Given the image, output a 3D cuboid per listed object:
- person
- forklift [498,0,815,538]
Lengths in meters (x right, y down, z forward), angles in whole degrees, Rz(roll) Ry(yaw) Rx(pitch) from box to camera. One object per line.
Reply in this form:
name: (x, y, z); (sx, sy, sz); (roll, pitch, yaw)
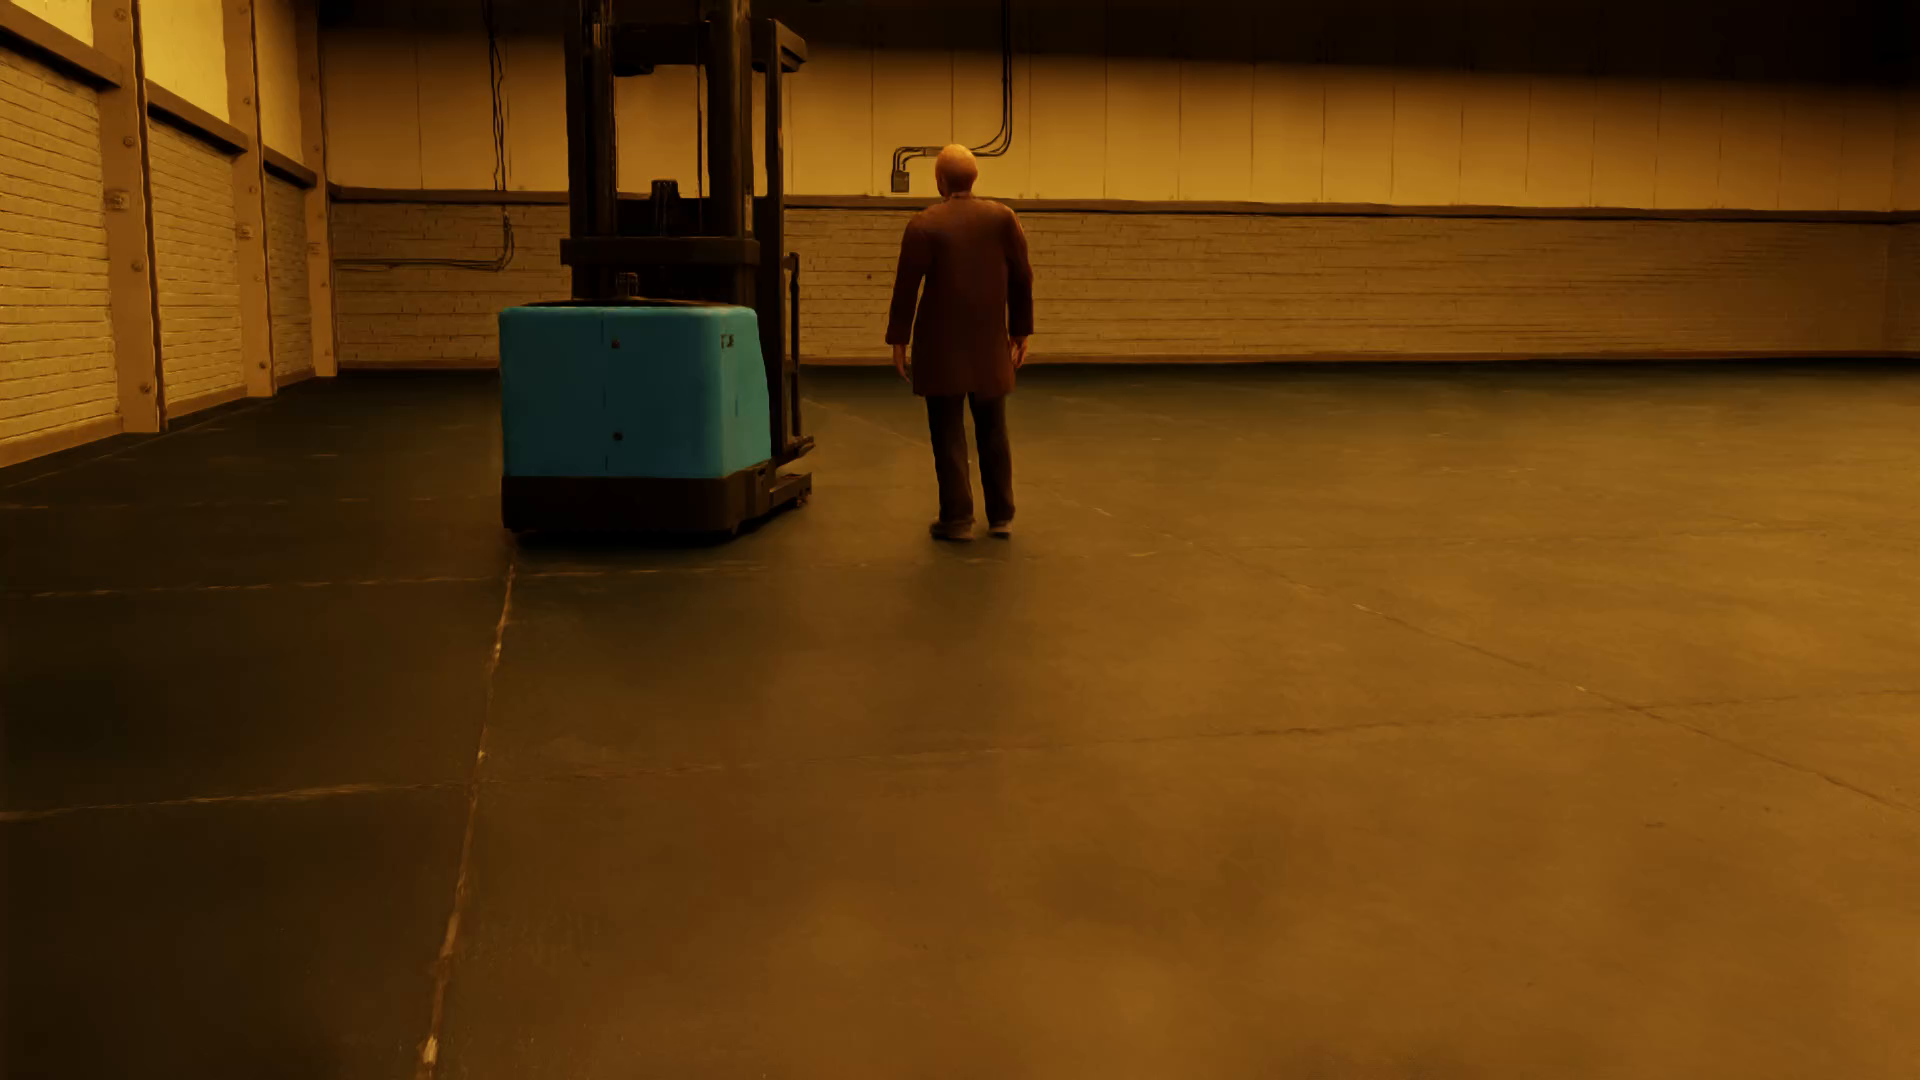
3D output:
person: (-0.017, -0.900, 7.672); (0.694, 1.776, 0.580); (-2, 8, -13)
forklift: (-1.418, -1.632, 8.789); (1.130, 2.935, 3.031); (1, 8, 6)
